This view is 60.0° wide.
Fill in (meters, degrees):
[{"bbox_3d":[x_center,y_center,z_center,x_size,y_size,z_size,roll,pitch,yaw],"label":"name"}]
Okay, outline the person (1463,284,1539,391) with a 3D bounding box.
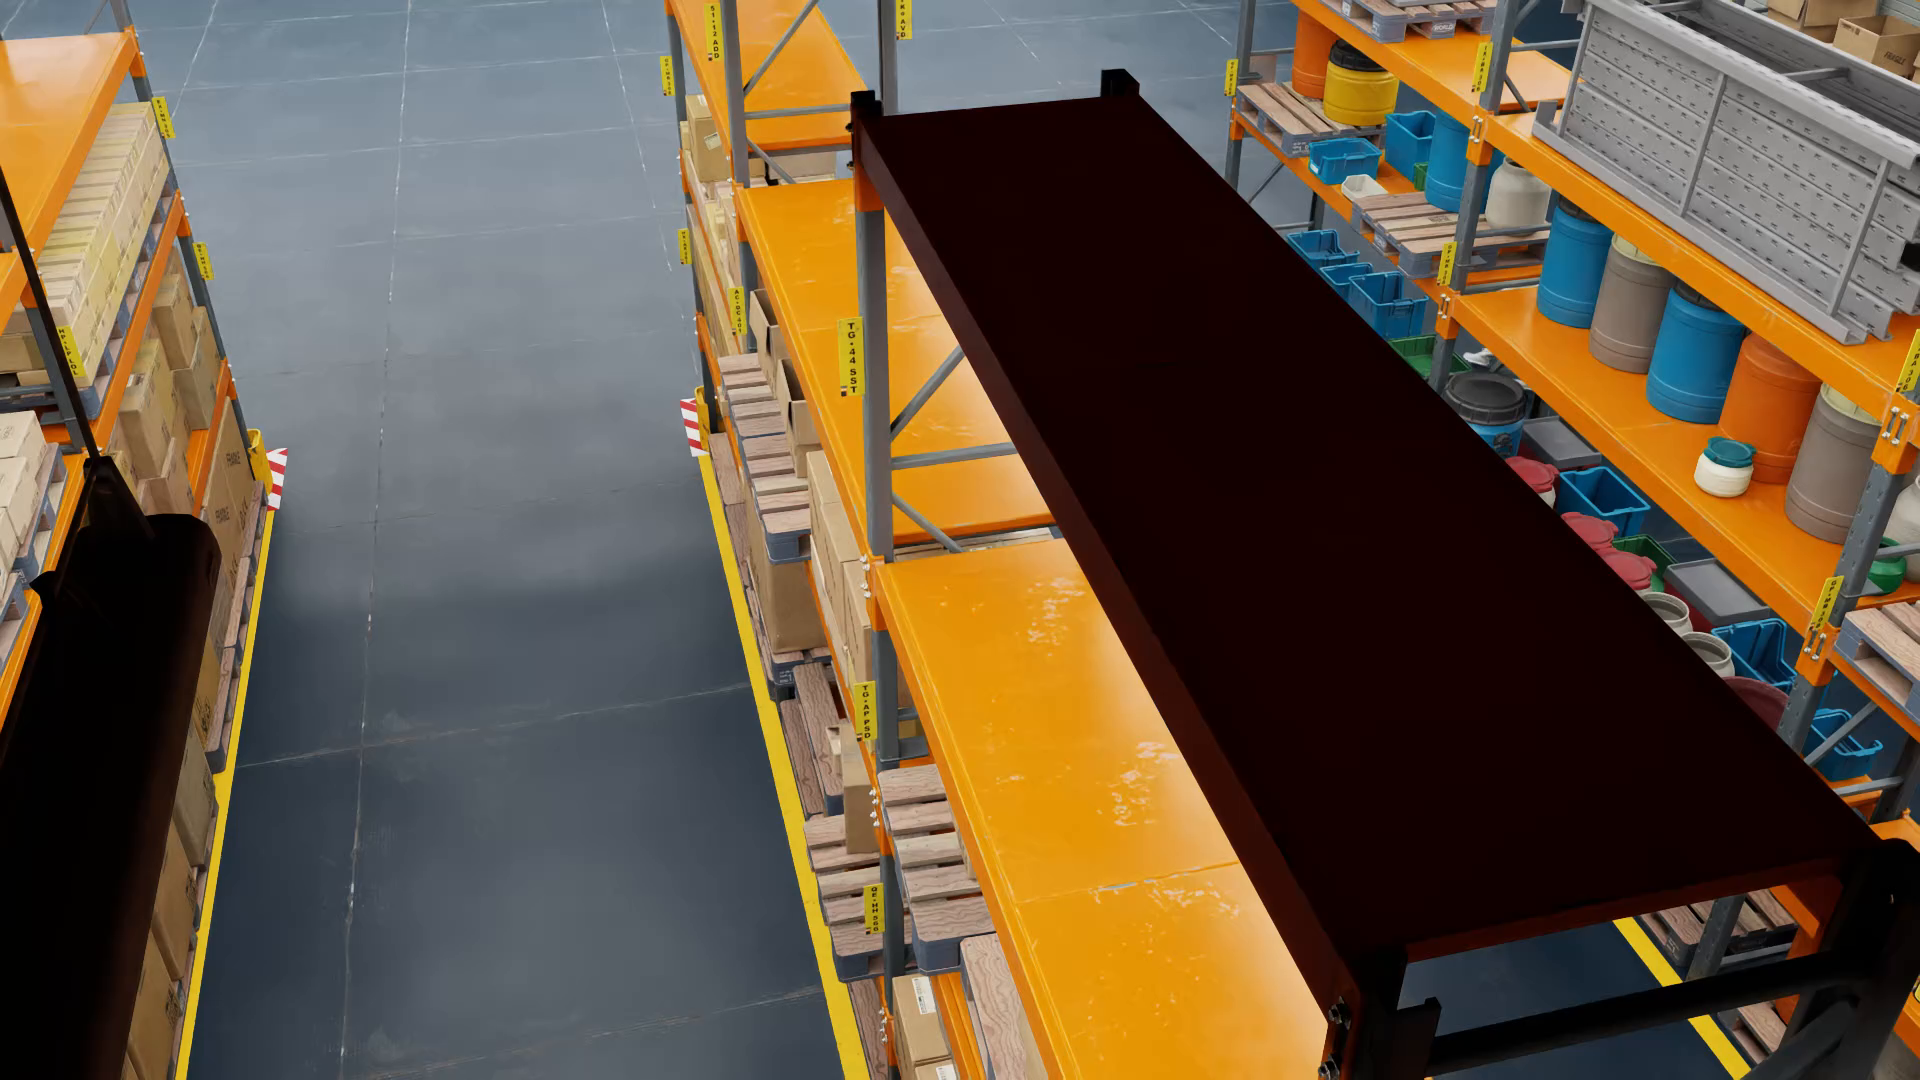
[{"bbox_3d":[5.316,-2.270,15.923,0.906,1.625,0.514,22,40,28],"label":"person"}]
